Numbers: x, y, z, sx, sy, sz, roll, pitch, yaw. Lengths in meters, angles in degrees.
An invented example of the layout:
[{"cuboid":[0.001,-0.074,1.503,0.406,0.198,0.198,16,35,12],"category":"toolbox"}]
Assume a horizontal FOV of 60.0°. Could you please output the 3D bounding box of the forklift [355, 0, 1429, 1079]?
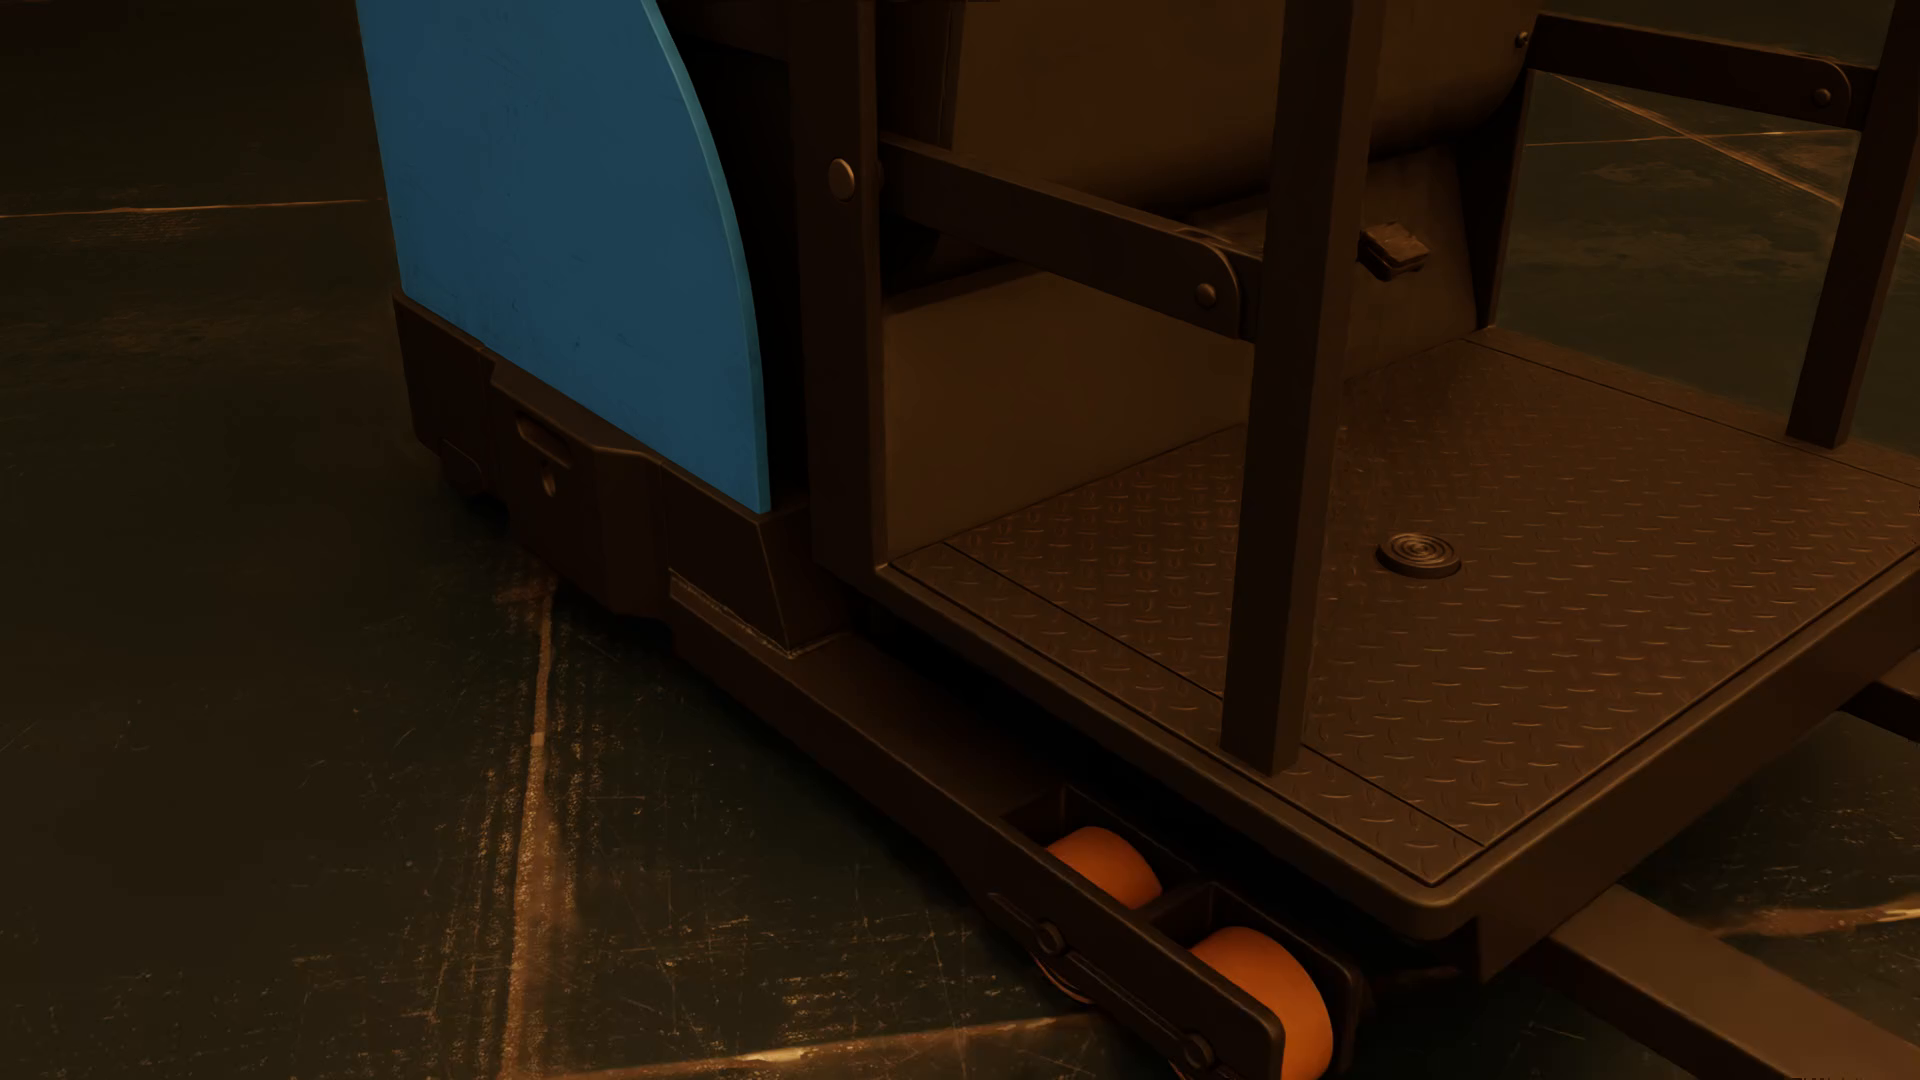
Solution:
[{"cuboid":[0.455,-1.039,1.332,1.130,2.935,3.031,-22,35,-35],"category":"forklift"}]
